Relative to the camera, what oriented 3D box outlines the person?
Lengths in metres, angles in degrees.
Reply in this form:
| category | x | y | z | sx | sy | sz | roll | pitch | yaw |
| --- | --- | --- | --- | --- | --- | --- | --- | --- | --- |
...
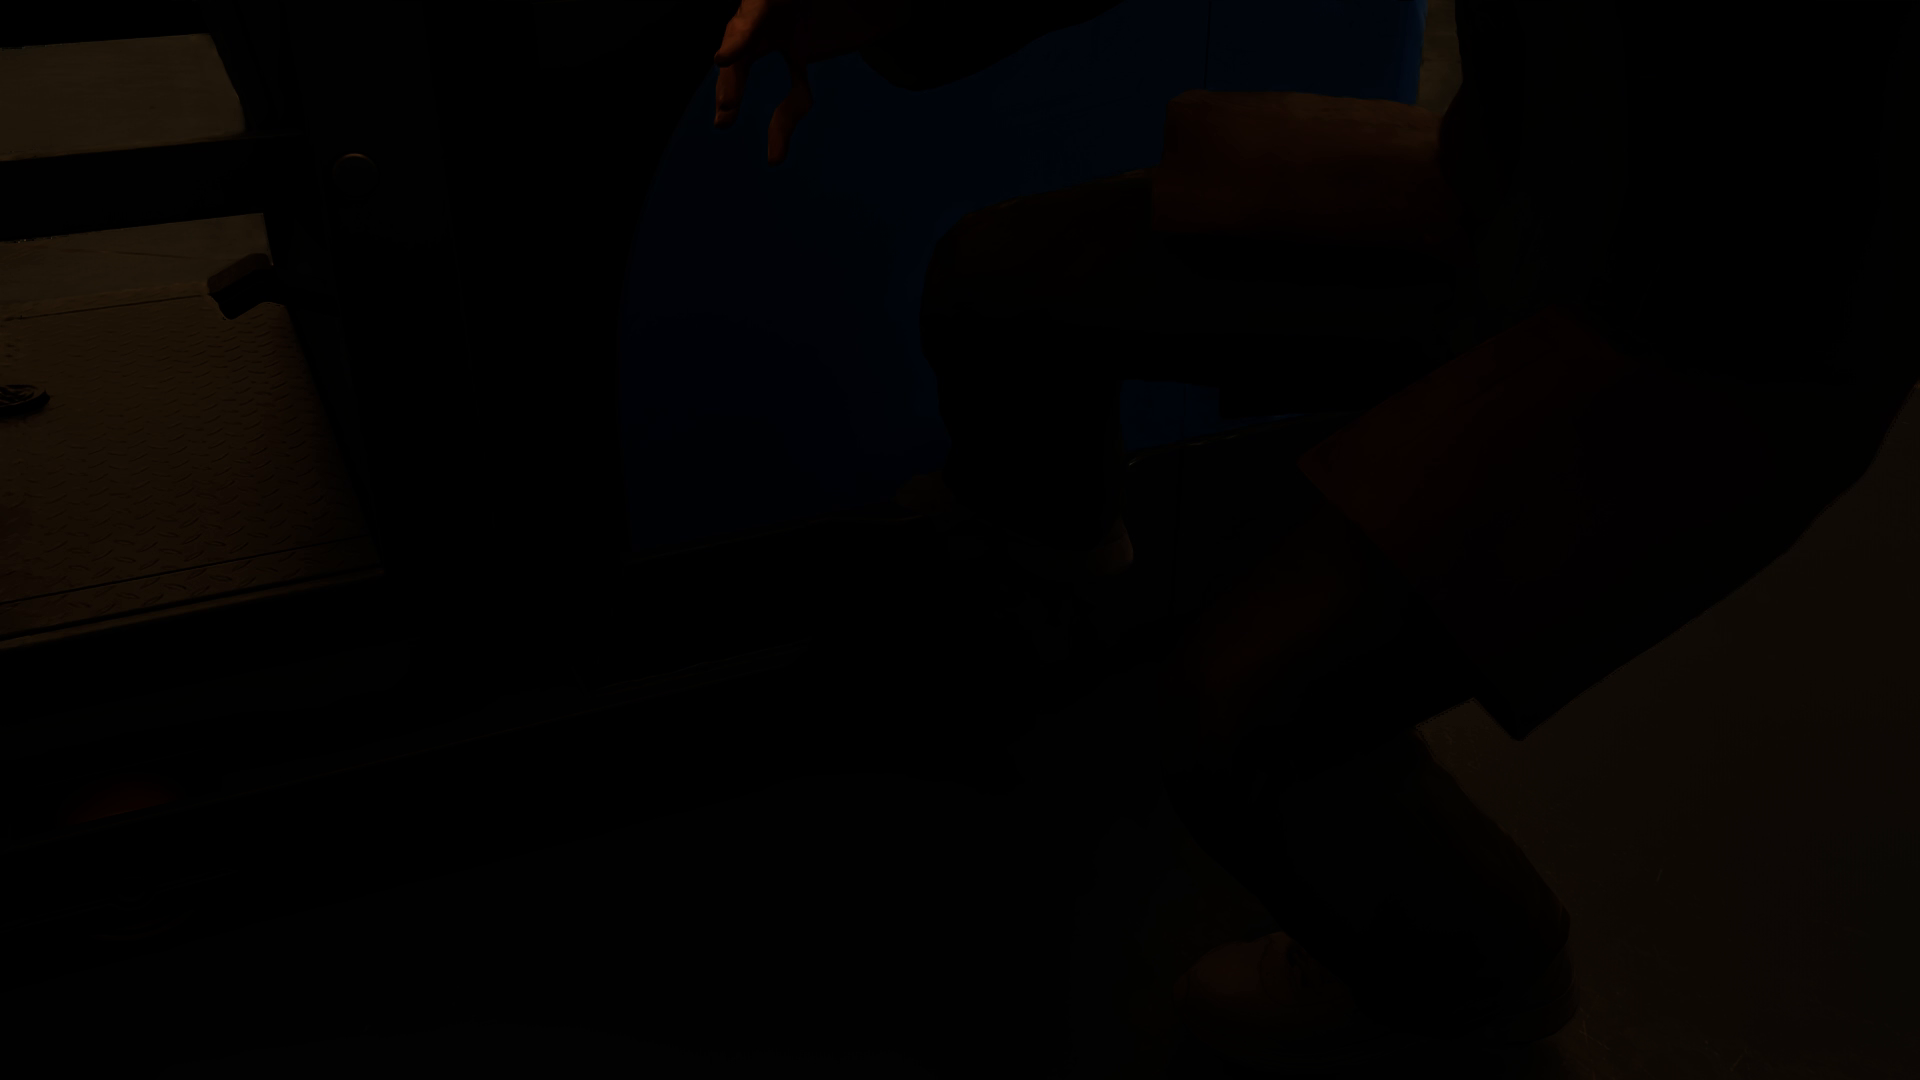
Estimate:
| category | x | y | z | sx | sy | sz | roll | pitch | yaw |
| --- | --- | --- | --- | --- | --- | --- | --- | --- | --- |
| person | 0.272 | -0.160 | 1.162 | 0.807 | 1.480 | 1.625 | -13 | 30 | -24 |

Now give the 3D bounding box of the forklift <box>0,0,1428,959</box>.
| category | x | y | z | sx | sy | sz | roll | pitch | yaw |
| --- | --- | --- | --- | --- | --- | --- | --- | --- | --- |
| forklift | -0.980 | -1.135 | 1.497 | 3.031 | 2.935 | 1.130 | -12 | 29 | -23 |
